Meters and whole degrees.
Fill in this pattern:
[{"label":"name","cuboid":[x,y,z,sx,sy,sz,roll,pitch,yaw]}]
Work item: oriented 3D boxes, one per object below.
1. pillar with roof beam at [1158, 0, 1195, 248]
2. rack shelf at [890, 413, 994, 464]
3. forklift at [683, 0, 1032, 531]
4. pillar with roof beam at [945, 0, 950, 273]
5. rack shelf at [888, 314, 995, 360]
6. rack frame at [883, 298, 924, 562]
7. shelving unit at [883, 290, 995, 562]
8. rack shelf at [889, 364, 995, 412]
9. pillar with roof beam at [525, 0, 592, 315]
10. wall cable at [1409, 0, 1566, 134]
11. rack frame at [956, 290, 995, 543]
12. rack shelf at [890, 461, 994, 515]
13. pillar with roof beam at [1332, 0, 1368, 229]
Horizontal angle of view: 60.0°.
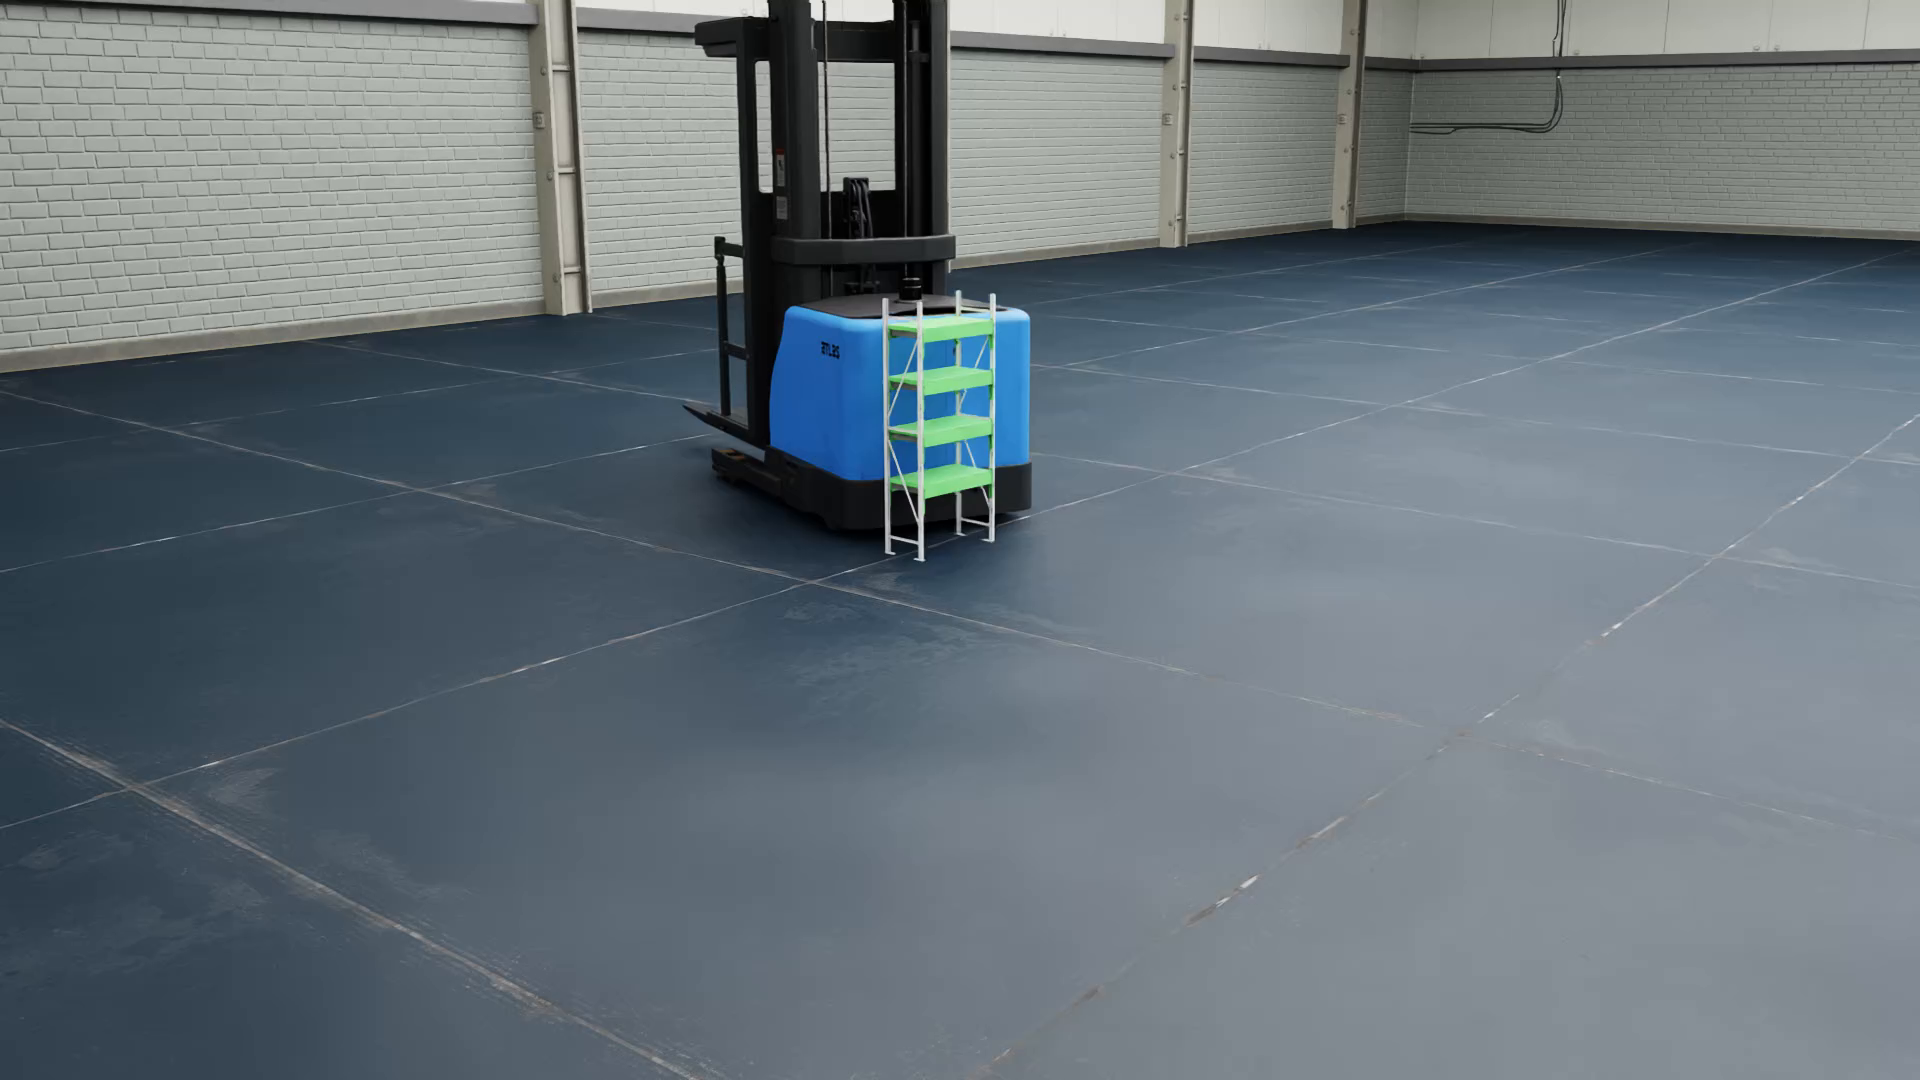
[{"label":"pillar with roof beam","cuboid":[6.753,-8.395,22.892,9.100,9.000,0.400,11,18,38]},{"label":"rack shelf","cuboid":[-0.093,-0.483,7.847,0.258,0.148,0.480,13,19,42]},{"label":"forklift","cuboid":[-0.768,-1.779,9.175,1.130,2.935,3.031,-7,16,-27]},{"label":"pillar with roof beam","cuboid":[2.982,-7.246,18.369,9.100,9.000,0.400,11,18,38]},{"label":"rack shelf","cuboid":[-0.093,-0.948,7.729,0.258,0.148,0.480,13,19,42]},{"label":"rack frame","cuboid":[-0.260,-0.501,7.659,0.240,1.200,0.015,13,19,42]},{"label":"shelving unit","cuboid":[-0.093,-0.545,7.831,0.258,1.200,0.503,13,19,42]},{"label":"rack shelf","cuboid":[-0.093,-0.716,7.788,0.258,0.148,0.480,13,19,42]},{"label":"pillar with roof beam","cuboid":[-0.789,-6.097,13.846,9.100,9.000,0.400,11,18,38]},{"label":"wall cable","cuboid":[10.055,-9.065,31.835,3.097,2.526,0.112,11,18,38]},{"label":"rack frame","cuboid":[0.074,-0.589,8.003,0.240,1.200,0.015,13,19,42]},{"label":"rack shelf","cuboid":[-0.093,-0.250,7.906,0.258,0.148,0.480,13,19,42]},{"label":"pillar with roof beam","cuboid":[10.524,-9.544,27.415,9.100,9.000,0.400,11,18,38]}]
